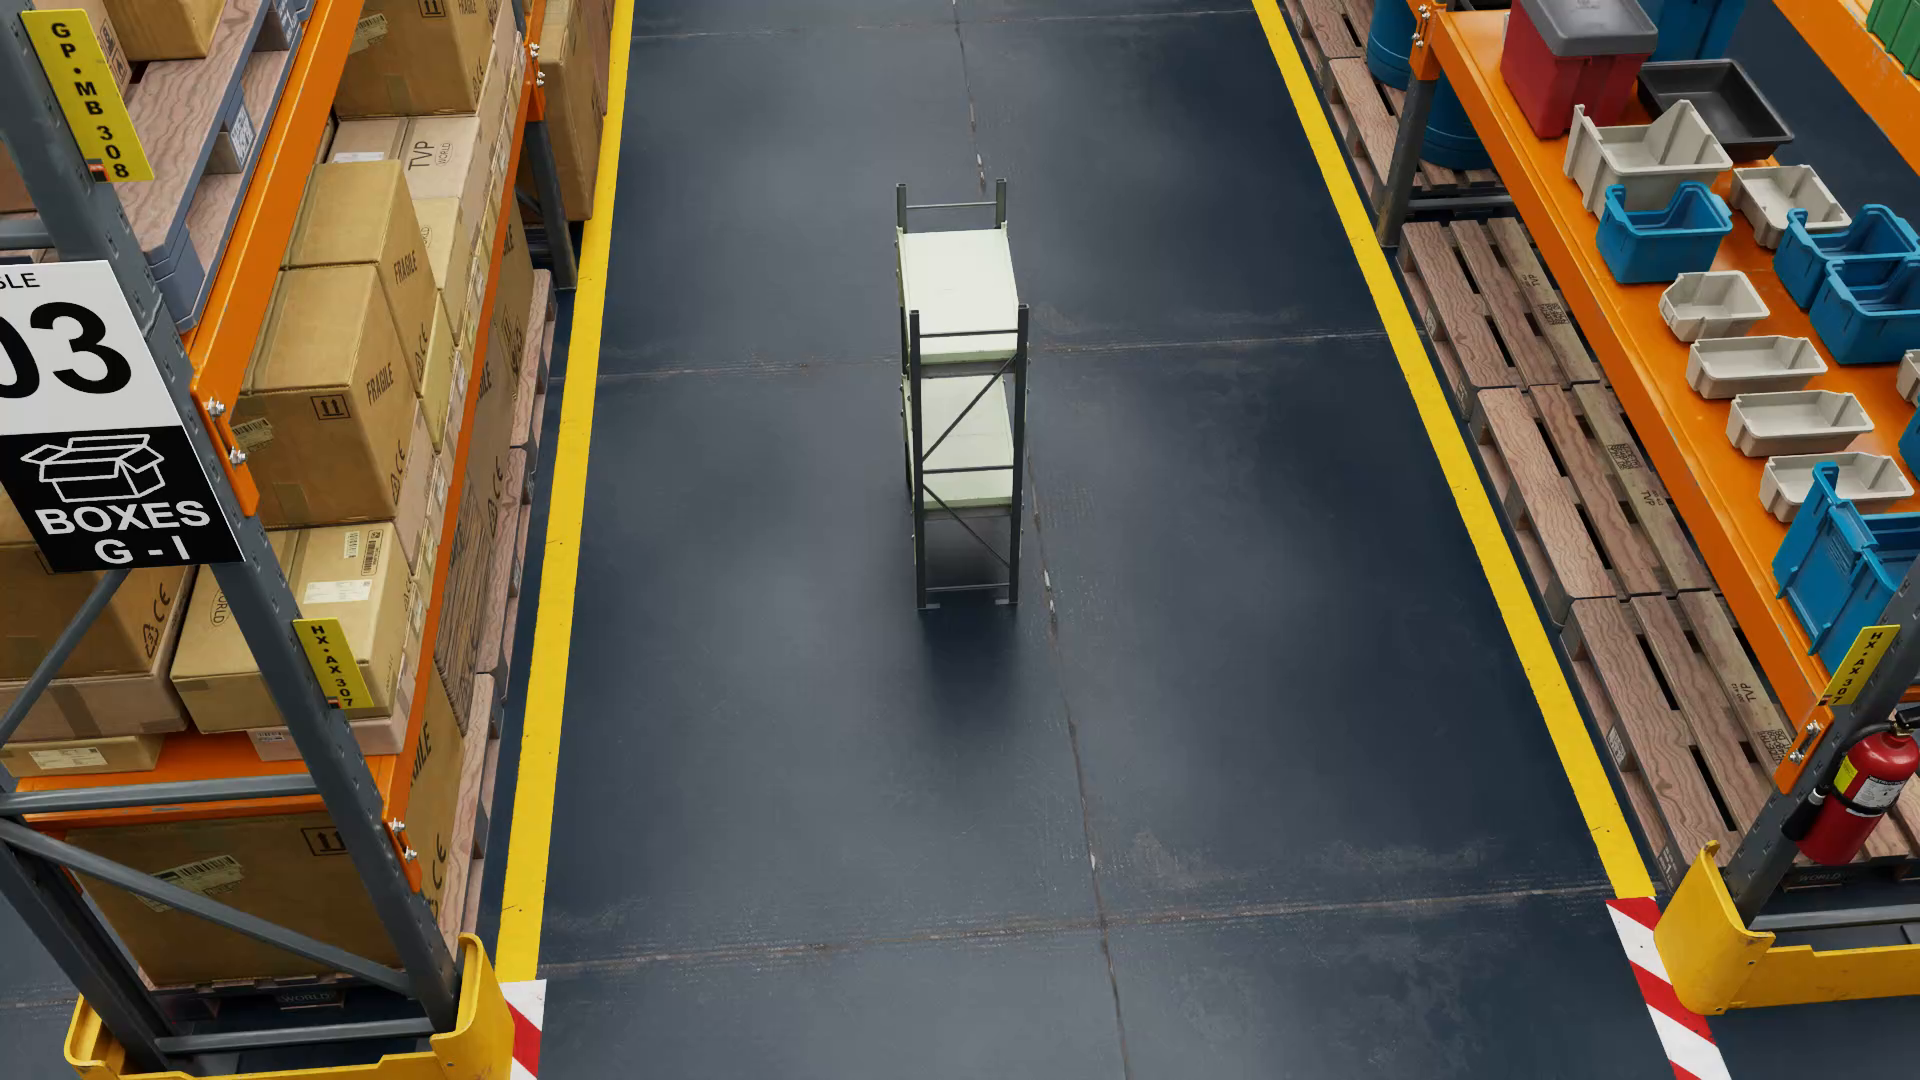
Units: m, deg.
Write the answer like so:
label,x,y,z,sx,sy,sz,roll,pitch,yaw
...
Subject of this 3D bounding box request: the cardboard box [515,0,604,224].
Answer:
label,x,y,z,sx,sy,sz,roll,pitch,yaw
cardboard box,-2.427,-2.123,8.006,1.225,0.875,0.875,-3,47,-3

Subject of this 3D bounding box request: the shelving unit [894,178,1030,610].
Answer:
label,x,y,z,sx,sy,sz,roll,pitch,yaw
shelving unit,-0.001,-0.521,6.347,0.431,1.500,0.755,-3,47,-3

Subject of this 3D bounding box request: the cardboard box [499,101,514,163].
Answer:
label,x,y,z,sx,sy,sz,roll,pitch,yaw
cardboard box,-1.958,-1.589,6.498,0.380,0.149,0.250,-4,47,-4

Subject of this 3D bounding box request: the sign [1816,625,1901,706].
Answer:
label,x,y,z,sx,sy,sz,roll,pitch,yaw
sign,2.370,0.334,4.392,0.100,0.325,0.005,-3,47,-3

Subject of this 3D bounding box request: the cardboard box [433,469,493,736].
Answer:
label,x,y,z,sx,sy,sz,roll,pitch,yaw
cardboard box,-2.228,0.116,5.885,0.875,0.875,0.875,-3,47,-3

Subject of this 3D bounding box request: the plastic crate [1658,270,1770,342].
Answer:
label,x,y,z,sx,sy,sz,roll,pitch,yaw
plastic crate,2.568,-0.787,5.706,0.298,0.136,0.250,-3,47,-3

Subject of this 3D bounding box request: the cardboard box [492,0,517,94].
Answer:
label,x,y,z,sx,sy,sz,roll,pitch,yaw
cardboard box,-2.055,-1.995,6.608,0.500,0.250,0.500,-4,47,-4

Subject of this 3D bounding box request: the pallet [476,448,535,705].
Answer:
label,x,y,z,sx,sy,sz,roll,pitch,yaw
pallet,-2.262,0.151,6.598,1.003,0.211,1.213,-3,47,-3

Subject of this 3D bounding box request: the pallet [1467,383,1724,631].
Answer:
label,x,y,z,sx,sy,sz,roll,pitch,yaw
pallet,2.788,-0.175,6.907,1.003,0.211,1.213,-3,47,-3

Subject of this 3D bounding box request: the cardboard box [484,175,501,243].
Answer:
label,x,y,z,sx,sy,sz,roll,pitch,yaw
cardboard box,-1.915,-1.216,6.145,0.380,0.149,0.250,-3,47,-3

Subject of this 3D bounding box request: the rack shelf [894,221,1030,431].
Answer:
label,x,y,z,sx,sy,sz,roll,pitch,yaw
rack shelf,-0.001,-0.789,6.063,0.431,0.370,0.720,-3,47,-3

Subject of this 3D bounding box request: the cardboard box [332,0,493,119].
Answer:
label,x,y,z,sx,sy,sz,roll,pitch,yaw
cardboard box,-2.011,-1.877,5.980,0.500,0.500,0.500,-3,47,-3

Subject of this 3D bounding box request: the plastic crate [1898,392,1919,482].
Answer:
label,x,y,z,sx,sy,sz,roll,pitch,yaw
plastic crate,3.169,-0.293,5.172,0.416,0.233,0.300,-3,47,-3

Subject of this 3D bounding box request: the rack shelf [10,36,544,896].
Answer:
label,x,y,z,sx,sy,sz,roll,pitch,yaw
rack shelf,-2.186,-0.553,5.840,1.077,0.370,4.000,-3,47,-3

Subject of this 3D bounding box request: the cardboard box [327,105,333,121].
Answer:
label,x,y,z,sx,sy,sz,roll,pitch,yaw
cardboard box,-2.534,-1.837,5.943,0.500,0.500,0.500,-3,47,-3

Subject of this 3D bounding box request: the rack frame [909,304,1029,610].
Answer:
label,x,y,z,sx,sy,sz,roll,pitch,yaw
rack frame,0.030,-0.256,6.096,0.400,1.500,0.023,-3,47,-3

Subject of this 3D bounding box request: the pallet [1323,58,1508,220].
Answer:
label,x,y,z,sx,sy,sz,roll,pitch,yaw
pallet,2.559,-2.151,8.778,1.003,0.211,1.213,-3,47,-3

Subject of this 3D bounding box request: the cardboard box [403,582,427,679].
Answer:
label,x,y,z,sx,sy,sz,roll,pitch,yaw
cardboard box,-1.742,0.270,4.738,0.380,0.149,0.250,-4,47,-4

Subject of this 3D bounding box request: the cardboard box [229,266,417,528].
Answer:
label,x,y,z,sx,sy,sz,roll,pitch,yaw
cardboard box,-1.831,-0.388,4.570,0.500,0.500,0.500,-5,47,-4

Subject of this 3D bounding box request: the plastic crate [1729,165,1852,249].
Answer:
label,x,y,z,sx,sy,sz,roll,pitch,yaw
plastic crate,3.028,-1.237,6.132,0.293,0.136,0.466,-3,47,-3

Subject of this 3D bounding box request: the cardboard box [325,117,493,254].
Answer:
label,x,y,z,sx,sy,sz,roll,pitch,yaw
cardboard box,-1.966,-1.251,5.904,0.500,0.250,0.500,-3,47,-2

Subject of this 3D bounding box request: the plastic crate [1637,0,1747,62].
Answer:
label,x,y,z,sx,sy,sz,roll,pitch,yaw
plastic crate,2.961,-2.247,6.918,0.392,0.384,0.575,-3,47,-3

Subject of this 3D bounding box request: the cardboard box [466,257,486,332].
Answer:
label,x,y,z,sx,sy,sz,roll,pitch,yaw
cardboard box,-1.873,-0.847,5.795,0.380,0.149,0.250,-3,47,-3

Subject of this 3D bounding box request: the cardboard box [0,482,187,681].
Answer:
label,x,y,z,sx,sy,sz,roll,pitch,yaw
cardboard box,-2.321,0.001,4.201,0.500,0.500,0.500,-3,47,-3

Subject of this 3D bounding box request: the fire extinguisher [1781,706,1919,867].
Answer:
label,x,y,z,sx,sy,sz,roll,pitch,yaw
fire extinguisher,2.477,0.637,4.527,0.296,0.674,0.183,-3,47,-3

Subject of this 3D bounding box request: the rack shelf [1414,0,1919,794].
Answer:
label,x,y,z,sx,sy,sz,roll,pitch,yaw
rack shelf,2.750,-0.854,6.125,1.077,0.370,4.000,-3,47,-3

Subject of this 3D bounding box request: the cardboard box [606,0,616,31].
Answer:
label,x,y,z,sx,sy,sz,roll,pitch,yaw
cardboard box,-2.584,-3.410,9.224,1.225,0.875,0.875,-3,47,-3

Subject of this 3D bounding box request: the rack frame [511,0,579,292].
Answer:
label,x,y,z,sx,sy,sz,roll,pitch,yaw
rack frame,-2.353,-2.248,6.949,1.000,3.000,0.127,-3,47,-3

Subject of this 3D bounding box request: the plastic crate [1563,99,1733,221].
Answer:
label,x,y,z,sx,sy,sz,roll,pitch,yaw
plastic crate,2.527,-1.413,6.199,0.437,0.282,0.530,-3,47,-3

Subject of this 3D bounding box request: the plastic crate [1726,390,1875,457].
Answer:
label,x,y,z,sx,sy,sz,roll,pitch,yaw
plastic crate,2.659,-0.374,5.315,0.396,0.136,0.243,-3,47,-3

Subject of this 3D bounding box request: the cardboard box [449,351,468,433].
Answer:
label,x,y,z,sx,sy,sz,roll,pitch,yaw
cardboard box,-1.829,-0.474,5.443,0.380,0.149,0.250,-4,47,-4

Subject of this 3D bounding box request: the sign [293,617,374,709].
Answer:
label,x,y,z,sx,sy,sz,roll,pitch,yaw
sign,-1.465,0.292,3.893,0.100,0.325,0.005,-3,47,-3

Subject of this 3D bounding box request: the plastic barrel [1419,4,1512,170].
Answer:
label,x,y,z,sx,sy,sz,roll,pitch,yaw
plastic barrel,2.554,-2.366,8.218,0.600,0.901,0.708,-3,47,-3

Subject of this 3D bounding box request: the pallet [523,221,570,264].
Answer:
label,x,y,z,sx,sy,sz,roll,pitch,yaw
pallet,-2.493,-1.843,8.486,1.003,0.211,1.213,-3,47,-3

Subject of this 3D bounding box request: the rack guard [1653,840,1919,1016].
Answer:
label,x,y,z,sx,sy,sz,roll,pitch,yaw
rack guard,2.932,1.221,5.385,1.175,0.500,0.348,-3,47,-3

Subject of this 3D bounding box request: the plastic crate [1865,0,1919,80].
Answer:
label,x,y,z,sx,sy,sz,roll,pitch,yaw
plastic crate,2.550,-1.310,4.141,0.450,0.188,0.336,-3,47,-3

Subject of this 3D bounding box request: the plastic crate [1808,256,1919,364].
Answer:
label,x,y,z,sx,sy,sz,roll,pitch,yaw
plastic crate,3.114,-0.769,5.623,0.416,0.233,0.300,-3,47,-3

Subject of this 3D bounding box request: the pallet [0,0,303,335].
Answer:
label,x,y,z,sx,sy,sz,roll,pitch,yaw
pallet,-2.091,-0.891,3.659,1.003,0.211,1.213,-3,47,-3

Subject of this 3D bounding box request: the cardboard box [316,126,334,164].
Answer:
label,x,y,z,sx,sy,sz,roll,pitch,yaw
cardboard box,-2.489,-1.208,5.863,0.500,0.250,0.500,-2,47,-2

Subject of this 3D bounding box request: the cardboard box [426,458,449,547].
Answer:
label,x,y,z,sx,sy,sz,roll,pitch,yaw
cardboard box,-1.787,-0.104,5.092,0.380,0.149,0.250,-4,47,-4

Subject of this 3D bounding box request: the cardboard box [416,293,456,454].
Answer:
label,x,y,z,sx,sy,sz,roll,pitch,yaw
cardboard box,-1.878,-0.508,5.200,0.500,0.250,0.500,-5,47,-5

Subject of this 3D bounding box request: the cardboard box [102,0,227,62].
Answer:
label,x,y,z,sx,sy,sz,roll,pitch,yaw
cardboard box,-2.042,-1.386,3.640,0.700,0.500,0.500,-5,47,-5

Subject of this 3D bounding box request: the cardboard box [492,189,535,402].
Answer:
label,x,y,z,sx,sy,sz,roll,pitch,yaw
cardboard box,-2.378,-1.179,7.111,0.875,0.875,0.875,-3,47,-3

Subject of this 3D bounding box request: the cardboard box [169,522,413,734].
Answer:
label,x,y,z,sx,sy,sz,roll,pitch,yaw
cardboard box,-1.790,0.232,4.499,0.500,0.250,0.500,-5,47,-4

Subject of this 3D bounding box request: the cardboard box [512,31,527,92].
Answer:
label,x,y,z,sx,sy,sz,roll,pitch,yaw
cardboard box,-2.001,-1.961,6.850,0.380,0.149,0.250,-3,47,-3

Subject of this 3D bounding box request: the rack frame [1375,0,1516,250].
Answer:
label,x,y,z,sx,sy,sz,roll,pitch,yaw
rack frame,2.582,-2.549,7.234,1.000,3.000,0.127,-3,47,-3

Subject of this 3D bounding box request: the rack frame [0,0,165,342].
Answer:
label,x,y,z,sx,sy,sz,roll,pitch,yaw
rack frame,-2.018,-1.417,2.030,1.000,3.000,0.127,-3,47,-3
